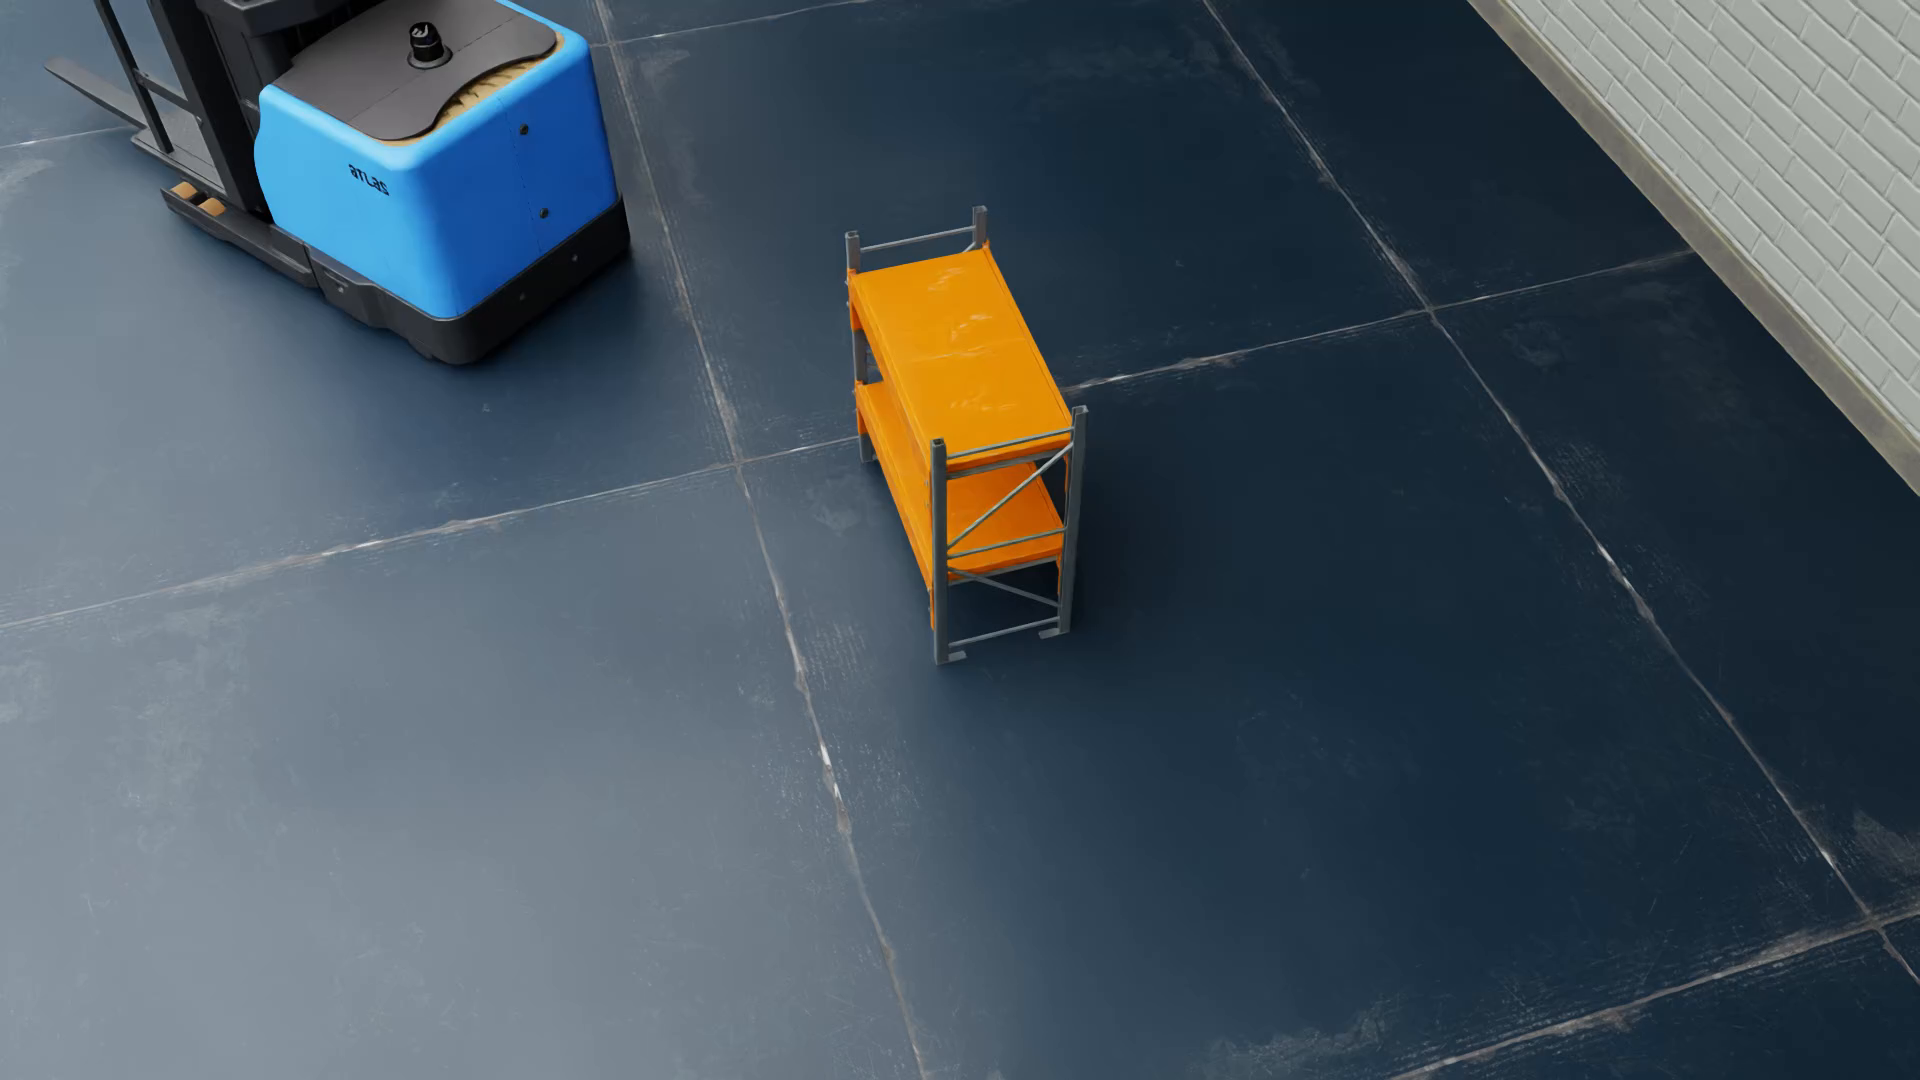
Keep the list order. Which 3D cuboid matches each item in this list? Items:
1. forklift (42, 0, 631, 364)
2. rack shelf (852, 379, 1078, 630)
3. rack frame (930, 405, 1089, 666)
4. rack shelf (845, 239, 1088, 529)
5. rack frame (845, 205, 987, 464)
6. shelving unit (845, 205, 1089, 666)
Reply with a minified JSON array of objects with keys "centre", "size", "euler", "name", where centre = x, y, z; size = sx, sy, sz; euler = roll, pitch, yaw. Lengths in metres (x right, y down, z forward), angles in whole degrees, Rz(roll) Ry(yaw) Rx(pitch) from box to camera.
[{"centre":[-2.928,-2.586,6.513],"size":[3.031,2.935,1.130],"euler":[29,56,22],"name":"forklift"},{"centre":[0.002,-0.200,6.003],"size":[0.538,0.278,1.000],"euler":[-13,51,-11],"name":"rack shelf"},{"centre":[0.152,0.014,5.503],"size":[0.500,1.125,0.032],"euler":[-13,51,-11],"name":"rack frame"},{"centre":[0.002,-0.546,5.592],"size":[0.538,0.278,1.000],"euler":[-13,51,-11],"name":"rack shelf"},{"centre":[-0.148,-0.729,6.129],"size":[0.500,1.125,0.032],"euler":[-13,51,-11],"name":"rack frame"},{"centre":[0.002,-0.358,5.816],"size":[0.538,1.125,1.048],"euler":[-13,51,-11],"name":"shelving unit"}]
